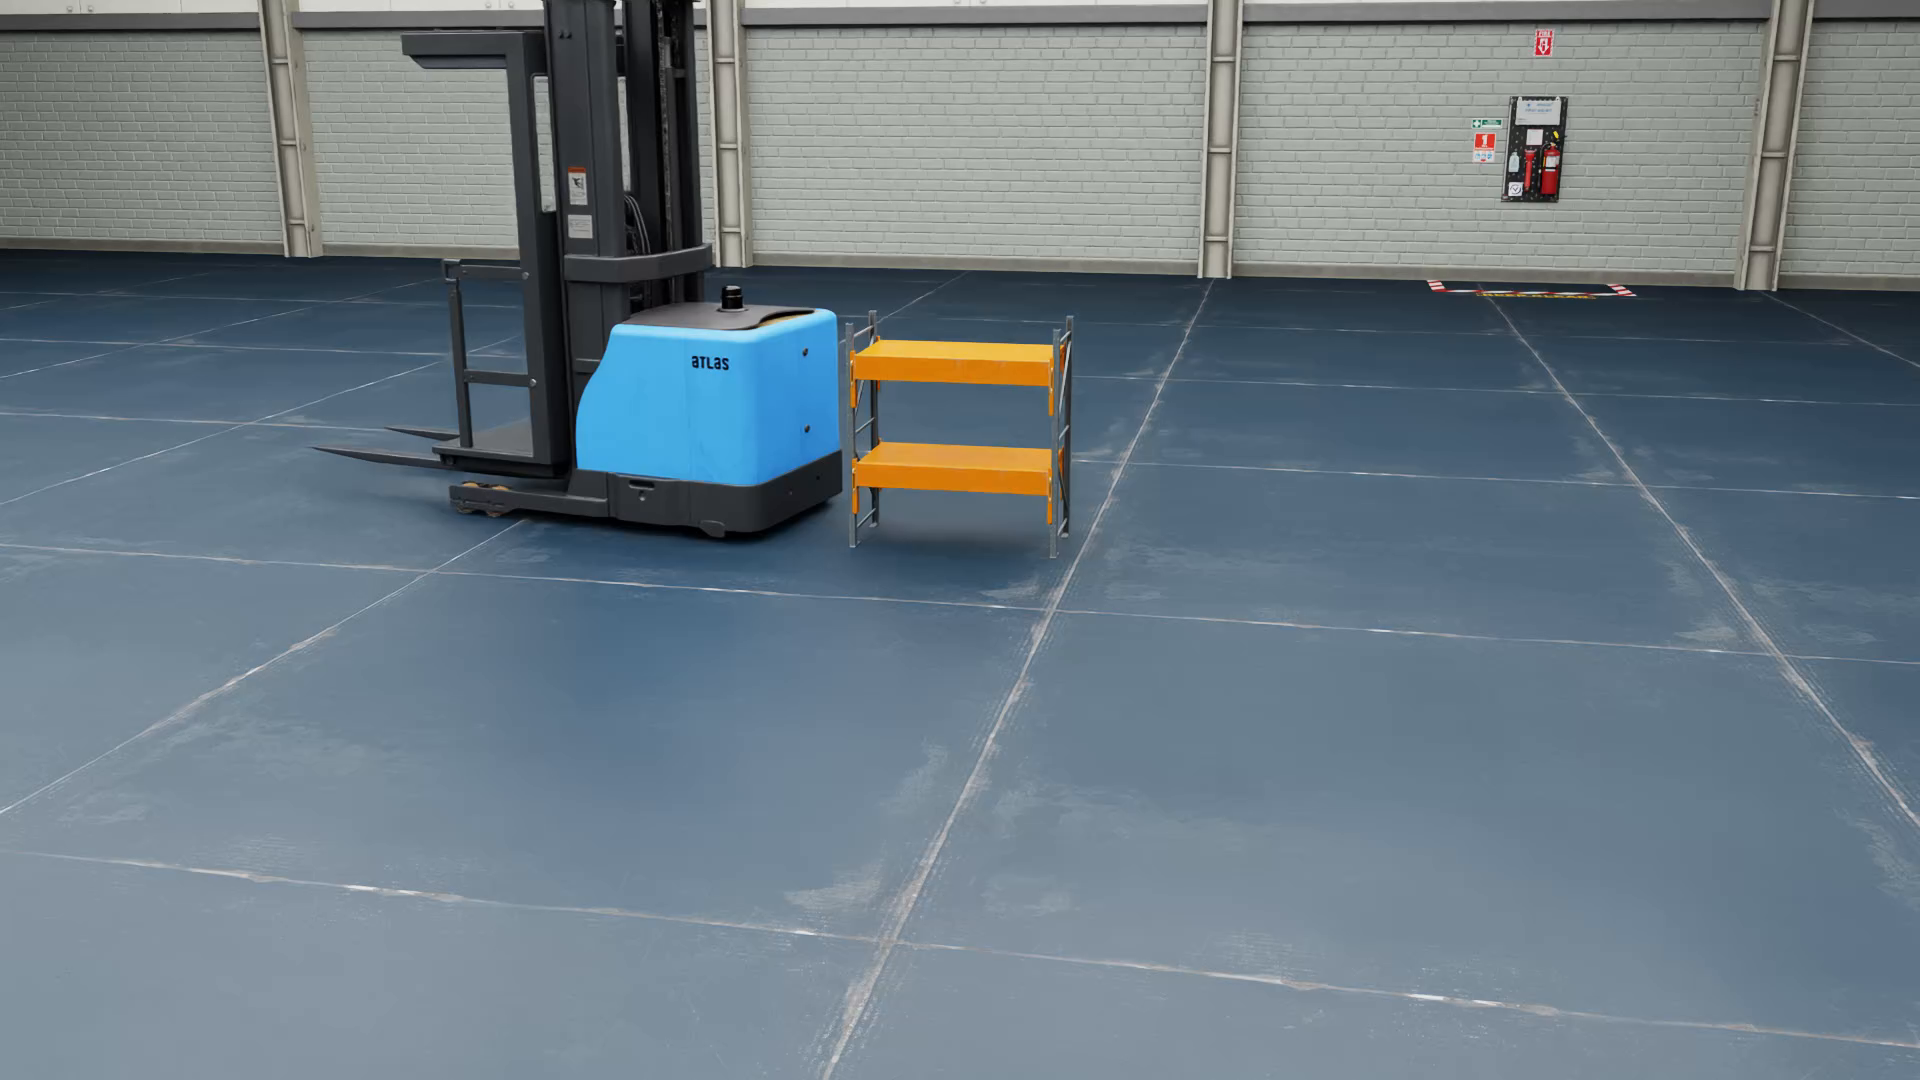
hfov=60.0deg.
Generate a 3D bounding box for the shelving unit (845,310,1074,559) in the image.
[{"bbox_3d":[0.007,-0.542,8.341,1.048,1.125,0.538,3,16,11],"label":"shelving unit"}]

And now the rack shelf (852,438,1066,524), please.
[{"bbox_3d":[0.007,-0.306,8.406,1.000,0.278,0.538,3,16,11],"label":"rack shelf"}]

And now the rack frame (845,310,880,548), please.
[{"bbox_3d":[-0.492,-0.569,8.438,0.032,1.125,0.500,3,16,11],"label":"rack frame"}]

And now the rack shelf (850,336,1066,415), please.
[{"bbox_3d":[0.007,-0.824,8.262,1.000,0.278,0.538,3,16,11],"label":"rack shelf"}]

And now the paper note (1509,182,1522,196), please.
[{"bbox_3d":[6.347,-4.009,18.995,0.142,0.148,0.016,3,16,11],"label":"paper note"}]

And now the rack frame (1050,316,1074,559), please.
[{"bbox_3d":[0.505,-0.515,8.243,0.032,1.125,0.500,3,16,11],"label":"rack frame"}]

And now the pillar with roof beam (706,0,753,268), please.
[{"bbox_3d":[-3.697,-6.668,15.706,0.400,9.000,9.100,3,16,11],"label":"pillar with roof beam"}]

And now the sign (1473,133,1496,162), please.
[{"bbox_3d":[5.985,-4.479,18.977,0.234,0.329,0.001,3,16,11],"label":"sign"}]

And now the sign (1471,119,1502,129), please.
[{"bbox_3d":[5.988,-4.732,18.897,0.331,0.109,0.001,3,16,11],"label":"sign"}]

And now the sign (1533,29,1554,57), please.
[{"bbox_3d":[6.518,-5.549,18.565,0.199,0.298,0.001,3,16,11],"label":"sign"}]

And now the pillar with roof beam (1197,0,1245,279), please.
[{"bbox_3d":[2.183,-6.349,14.554,0.400,9.000,9.100,3,16,11],"label":"pillar with roof beam"}]

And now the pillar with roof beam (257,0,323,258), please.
[{"bbox_3d":[-9.576,-6.987,16.858,0.400,9.000,9.100,3,16,11],"label":"pillar with roof beam"}]

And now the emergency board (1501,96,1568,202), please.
[{"bbox_3d":[6.506,-4.406,18.778,0.643,1.169,0.194,3,16,11],"label":"emergency board"}]

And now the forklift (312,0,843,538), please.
[{"bbox_3d":[-2.214,-1.658,8.986,3.031,2.935,1.130,6,17,22],"label":"forklift"}]

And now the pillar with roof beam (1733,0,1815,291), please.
[{"bbox_3d":[8.063,-6.029,13.401,0.400,9.000,9.100,3,16,11],"label":"pillar with roof beam"}]
